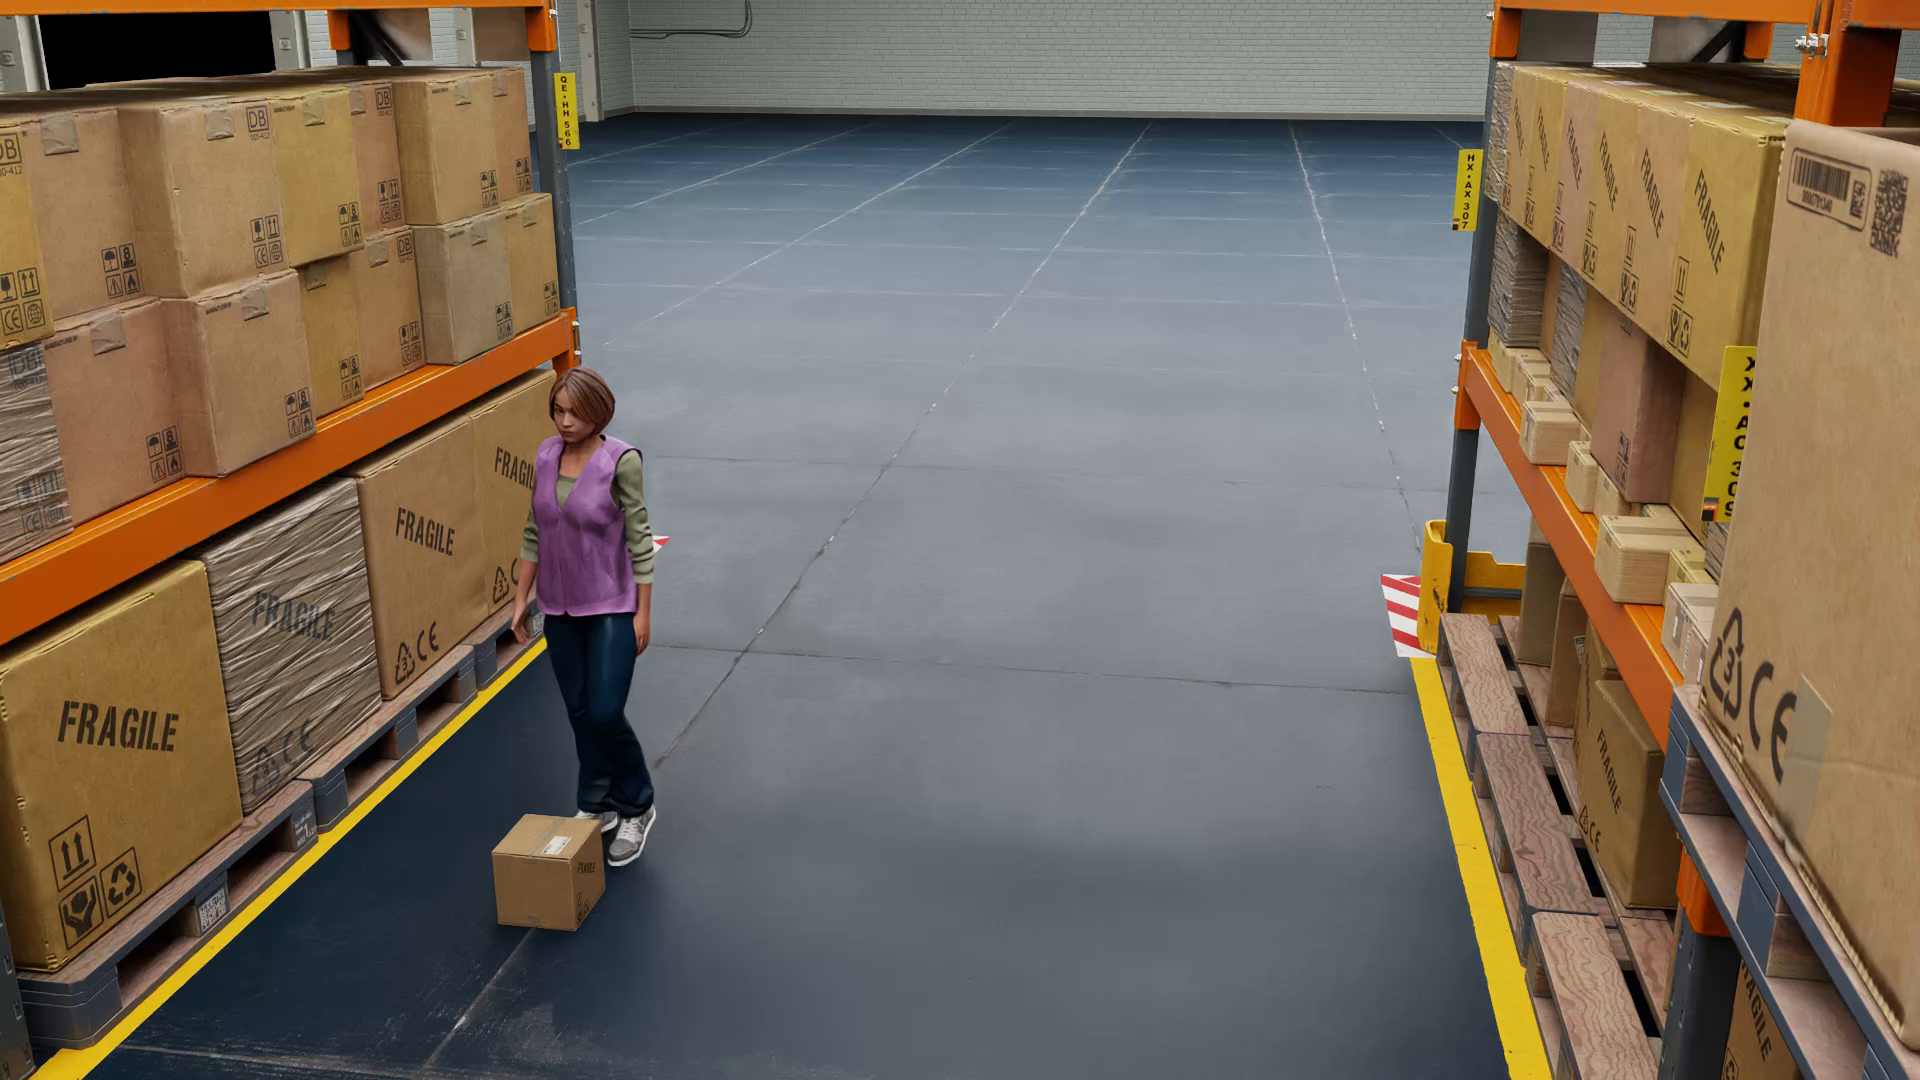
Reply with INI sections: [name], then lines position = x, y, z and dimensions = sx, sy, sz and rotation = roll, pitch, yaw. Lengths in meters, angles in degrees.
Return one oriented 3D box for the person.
[person]
position = -1.206, 0.244, 5.332
dimensions = 0.456, 1.621, 0.356
rotation = 7, 19, 20
